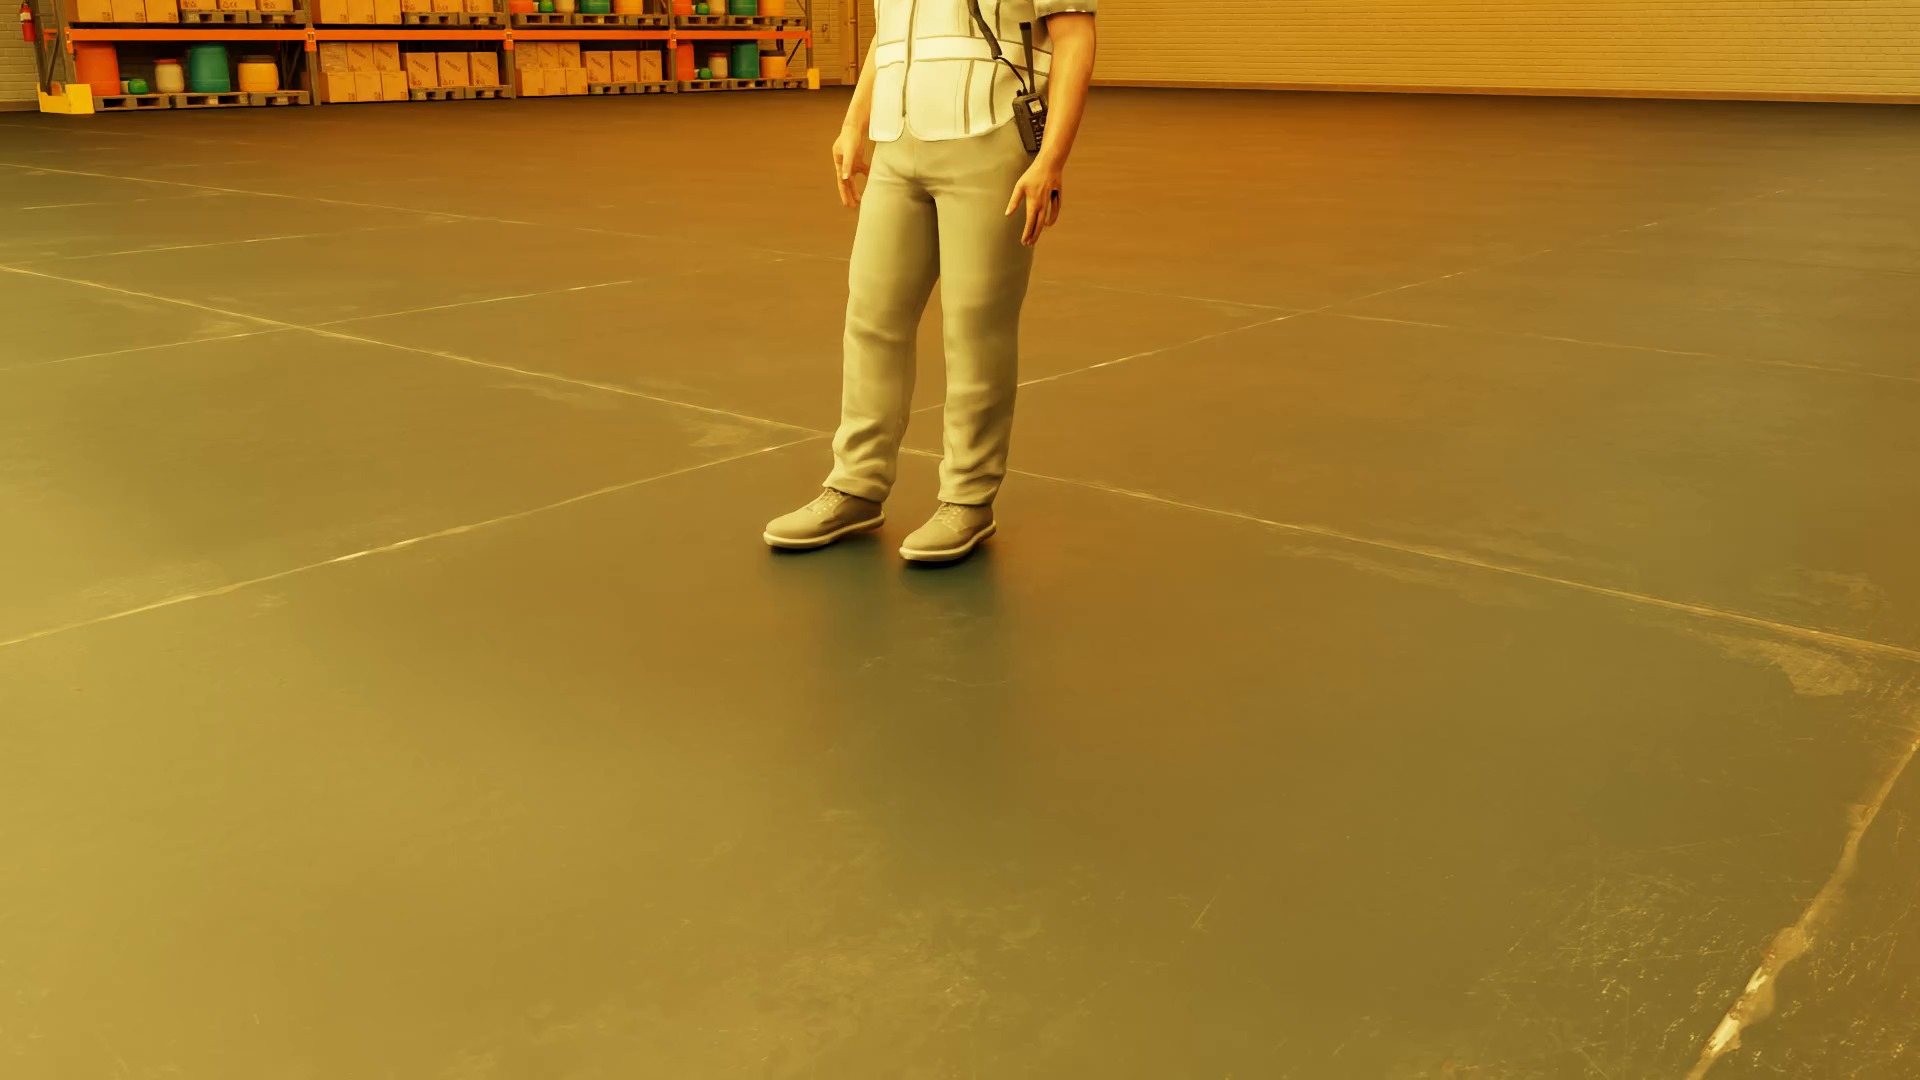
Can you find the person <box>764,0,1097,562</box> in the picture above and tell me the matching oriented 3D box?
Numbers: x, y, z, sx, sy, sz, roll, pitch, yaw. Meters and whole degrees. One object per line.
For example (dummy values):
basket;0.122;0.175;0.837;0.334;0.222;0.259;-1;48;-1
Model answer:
person;-0.035;-0.853;3.659;0.640;1.780;0.501;13;21;37
